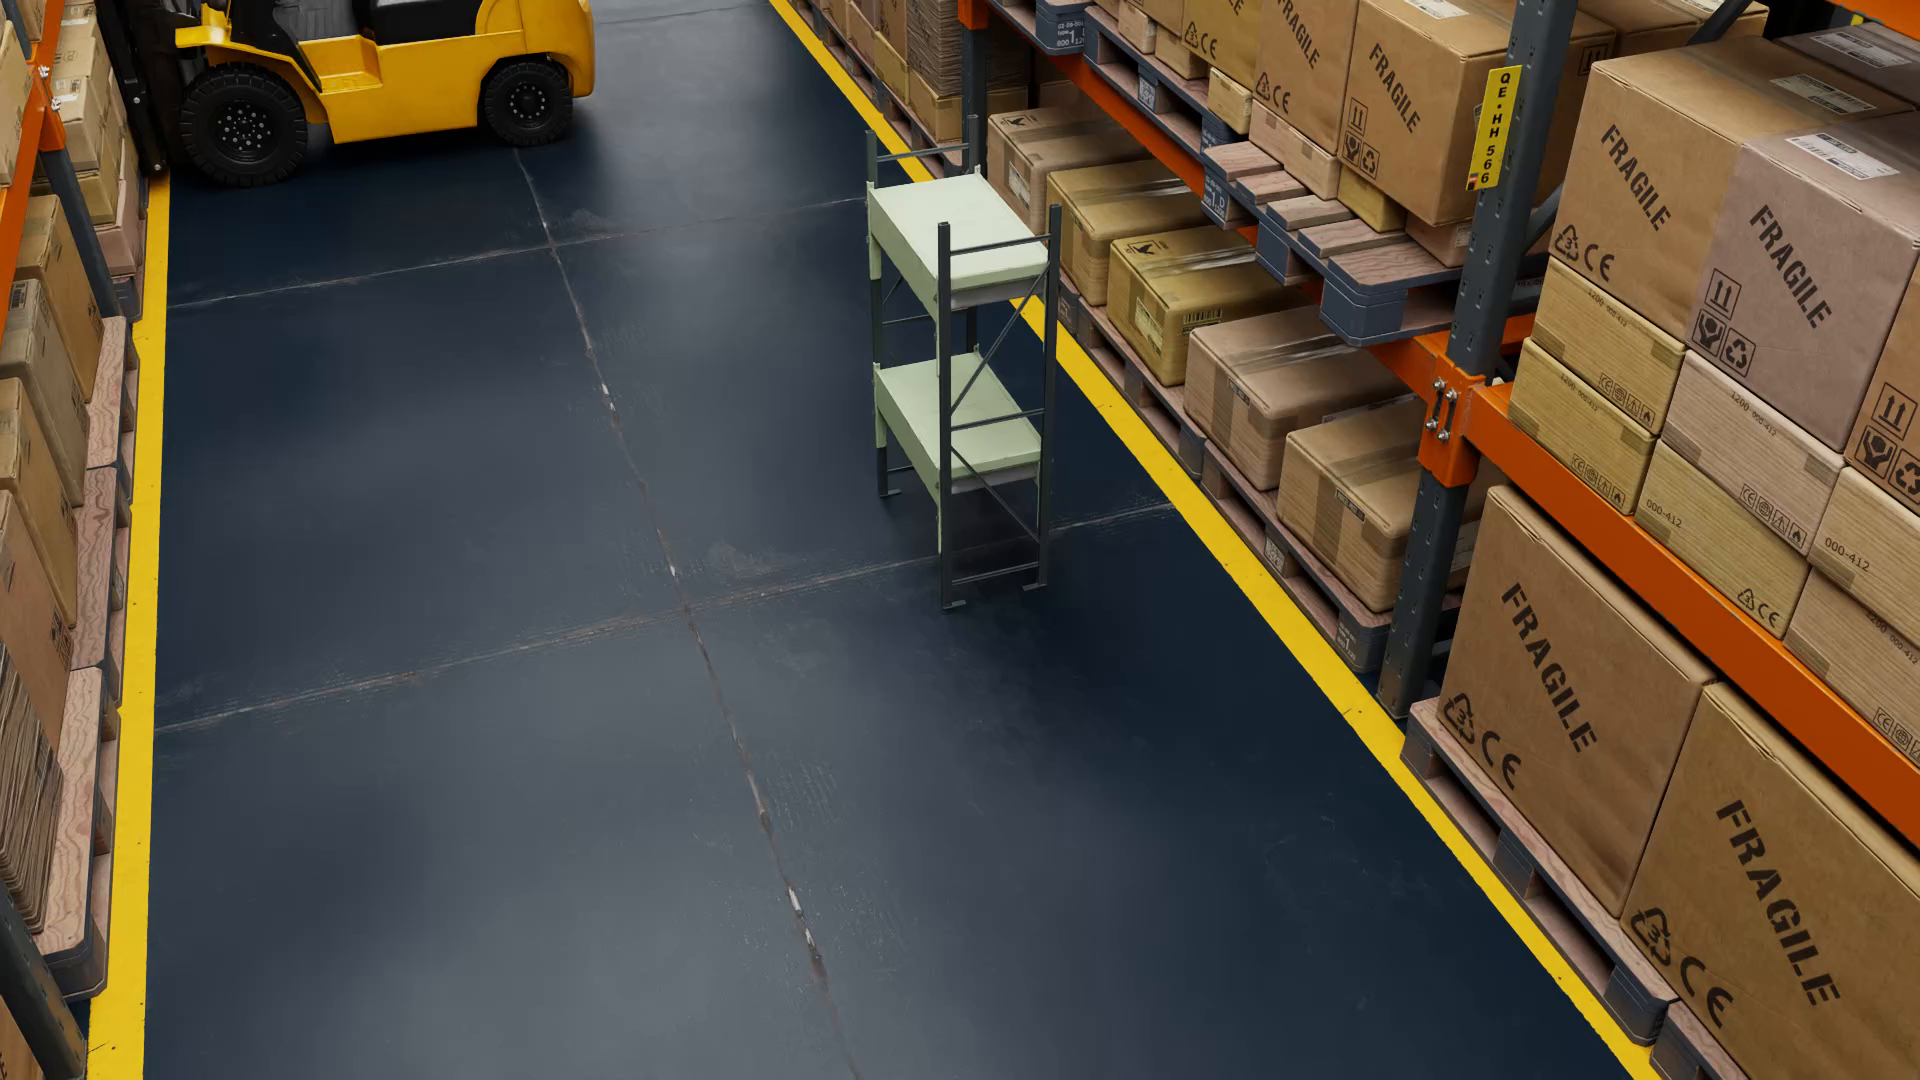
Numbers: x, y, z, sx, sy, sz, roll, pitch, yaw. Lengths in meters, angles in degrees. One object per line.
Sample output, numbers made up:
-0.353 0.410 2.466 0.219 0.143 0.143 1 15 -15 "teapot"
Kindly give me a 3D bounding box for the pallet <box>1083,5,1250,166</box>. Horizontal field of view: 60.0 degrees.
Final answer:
1.155 -1.771 6.268 1.003 0.211 1.213 -12 39 -16 "pallet"

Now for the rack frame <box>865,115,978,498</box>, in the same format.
-0.128 -0.810 6.078 0.400 1.500 0.023 -12 39 -16 "rack frame"

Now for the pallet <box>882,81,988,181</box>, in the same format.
0.234 -2.256 9.070 1.003 0.211 1.213 -12 39 -16 "pallet"

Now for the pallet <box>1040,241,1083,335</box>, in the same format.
0.767 -1.444 7.992 1.003 0.211 1.213 -12 39 -16 "pallet"

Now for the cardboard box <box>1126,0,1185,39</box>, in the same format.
0.907 -2.147 5.928 0.500 0.500 0.500 -14 39 -18 "cardboard box"

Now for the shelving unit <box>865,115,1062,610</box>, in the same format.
-0.002 -0.603 5.804 0.431 1.500 0.755 -12 39 -16 "shelving unit"

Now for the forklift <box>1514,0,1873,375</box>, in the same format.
3.263 -2.375 6.967 1.130 2.935 3.031 13 39 16 "forklift"

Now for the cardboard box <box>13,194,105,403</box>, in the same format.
-3.971 -0.895 6.569 0.875 0.625 0.625 -11 38 -14 "cardboard box"

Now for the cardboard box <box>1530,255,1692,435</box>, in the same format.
1.817 -0.541 4.184 0.500 0.250 0.500 -13 39 -16 "cardboard box"

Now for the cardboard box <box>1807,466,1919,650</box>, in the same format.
2.154 0.036 3.419 0.500 0.250 0.500 -13 39 -16 "cardboard box"

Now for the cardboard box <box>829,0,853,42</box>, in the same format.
-0.492 -3.218 9.966 0.500 0.250 0.500 -10 38 -13 "cardboard box"

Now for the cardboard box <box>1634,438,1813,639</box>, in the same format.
2.000 -0.063 3.966 0.500 0.250 0.500 -14 39 -17 "cardboard box"

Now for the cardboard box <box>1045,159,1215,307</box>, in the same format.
0.932 -1.415 7.470 0.950 0.372 0.625 -10 38 -13 "cardboard box"

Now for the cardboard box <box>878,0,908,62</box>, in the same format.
-0.134 -2.932 8.963 0.500 0.500 0.500 -12 39 -15 "cardboard box"

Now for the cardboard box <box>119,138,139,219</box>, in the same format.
-4.206 -1.663 7.901 0.500 0.250 0.500 -13 39 -17 "cardboard box"

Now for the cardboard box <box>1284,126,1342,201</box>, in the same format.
1.252 -1.212 5.225 0.380 0.149 0.250 -13 39 -16 "cardboard box"

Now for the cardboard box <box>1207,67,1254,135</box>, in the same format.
1.065 -1.508 5.619 0.380 0.149 0.250 -12 39 -15 "cardboard box"

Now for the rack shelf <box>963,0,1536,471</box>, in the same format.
1.186 -1.581 6.453 1.077 0.370 4.000 -12 39 -16 "rack shelf"

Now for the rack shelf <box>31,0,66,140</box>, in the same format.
-4.849 -2.810 8.086 1.077 0.370 4.000 -12 39 -16 "rack shelf"

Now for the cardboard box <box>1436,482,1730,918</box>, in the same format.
2.034 0.350 4.709 0.875 0.875 0.875 -13 39 -16 "cardboard box"

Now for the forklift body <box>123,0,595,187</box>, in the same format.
-3.172 -3.195 8.704 2.313 2.155 1.214 -12 39 -16 "forklift body"

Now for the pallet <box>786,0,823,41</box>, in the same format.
-0.606 -3.634 10.900 1.003 0.211 1.213 -12 39 -16 "pallet"

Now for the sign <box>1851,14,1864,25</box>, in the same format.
2.395 -1.317 4.544 0.100 0.325 0.005 -12 39 -16 "sign"

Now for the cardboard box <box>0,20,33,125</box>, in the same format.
-3.742 -1.678 6.109 0.500 0.250 0.500 -12 39 -15 "cardboard box"

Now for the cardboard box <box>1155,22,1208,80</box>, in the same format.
0.933 -1.801 6.008 0.380 0.149 0.250 -14 39 -17 "cardboard box"

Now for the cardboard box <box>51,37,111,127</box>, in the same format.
-4.199 -2.066 7.605 0.500 0.250 0.500 -12 39 -16 "cardboard box"

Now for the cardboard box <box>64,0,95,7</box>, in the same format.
-4.555 -2.643 8.371 0.500 0.250 0.500 -13 39 -17 "cardboard box"

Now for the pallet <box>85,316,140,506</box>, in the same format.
-3.871 -0.446 6.667 1.003 0.211 1.213 -12 39 -16 "pallet"

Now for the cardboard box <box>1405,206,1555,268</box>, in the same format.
1.541 -0.942 4.867 0.380 0.149 0.250 -11 38 -14 "cardboard box"

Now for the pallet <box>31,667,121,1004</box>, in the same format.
-3.031 0.932 4.837 1.003 0.211 1.213 -12 39 -16 "pallet"

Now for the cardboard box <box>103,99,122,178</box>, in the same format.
-4.213 -1.858 7.745 0.500 0.250 0.500 -13 39 -16 "cardboard box"

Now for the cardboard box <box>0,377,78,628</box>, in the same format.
-3.451 -0.031 5.422 0.875 0.625 0.625 -14 39 -18 "cardboard box"

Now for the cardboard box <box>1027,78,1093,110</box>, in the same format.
0.549 -2.456 8.954 0.500 0.250 0.500 -14 39 -18 "cardboard box"

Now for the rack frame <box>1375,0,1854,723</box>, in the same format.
1.875 -0.738 4.737 1.000 3.000 0.127 -12 39 -16 "rack frame"

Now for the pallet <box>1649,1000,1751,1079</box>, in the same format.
2.491 1.525 4.050 1.003 0.211 1.213 -12 39 -16 "pallet"

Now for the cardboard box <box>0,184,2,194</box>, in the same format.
-3.422 -1.108 5.352 0.500 0.250 0.500 -12 39 -16 "cardboard box"

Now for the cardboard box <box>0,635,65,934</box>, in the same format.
-2.986 0.717 4.429 0.875 0.625 0.625 -11 38 -15 "cardboard box"

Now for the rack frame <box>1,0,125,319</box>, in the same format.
-4.161 -1.968 6.370 1.000 3.000 0.127 -12 39 -16 "rack frame"

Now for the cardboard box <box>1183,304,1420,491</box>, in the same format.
1.428 -0.593 6.379 0.950 0.372 0.625 -13 39 -17 "cardboard box"

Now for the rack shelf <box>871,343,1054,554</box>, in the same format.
-0.002 -0.342 6.000 0.431 0.370 0.720 -12 39 -16 "rack shelf"

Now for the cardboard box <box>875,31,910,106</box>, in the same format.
-0.150 -2.644 9.204 0.500 0.250 0.500 -13 39 -17 "cardboard box"

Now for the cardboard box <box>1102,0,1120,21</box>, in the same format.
0.771 -2.106 6.413 0.380 0.149 0.250 -12 39 -16 "cardboard box"

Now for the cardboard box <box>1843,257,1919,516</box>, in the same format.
2.158 -0.275 3.207 0.500 0.500 0.500 -11 38 -15 "cardboard box"

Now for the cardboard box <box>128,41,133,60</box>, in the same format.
-4.717 -2.714 8.880 0.500 0.250 0.500 -13 39 -17 "cardboard box"

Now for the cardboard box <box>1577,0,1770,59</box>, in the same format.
1.937 -1.367 4.892 0.500 0.500 0.500 -14 39 -17 "cardboard box"

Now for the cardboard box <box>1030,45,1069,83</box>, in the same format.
0.549 -2.756 8.729 0.500 0.500 0.500 -11 38 -14 "cardboard box"

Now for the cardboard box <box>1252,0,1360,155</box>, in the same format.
1.269 -1.554 5.140 0.500 0.500 0.500 -13 39 -17 "cardboard box"

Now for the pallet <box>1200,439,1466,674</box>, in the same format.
1.607 -0.066 6.162 1.003 0.211 1.213 -12 39 -16 "pallet"

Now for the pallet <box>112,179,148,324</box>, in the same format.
-4.395 -1.312 7.816 1.003 0.211 1.213 -12 39 -16 "pallet"

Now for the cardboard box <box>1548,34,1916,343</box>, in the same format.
1.815 -0.848 3.969 0.500 0.500 0.500 -14 39 -17 "cardboard box"
